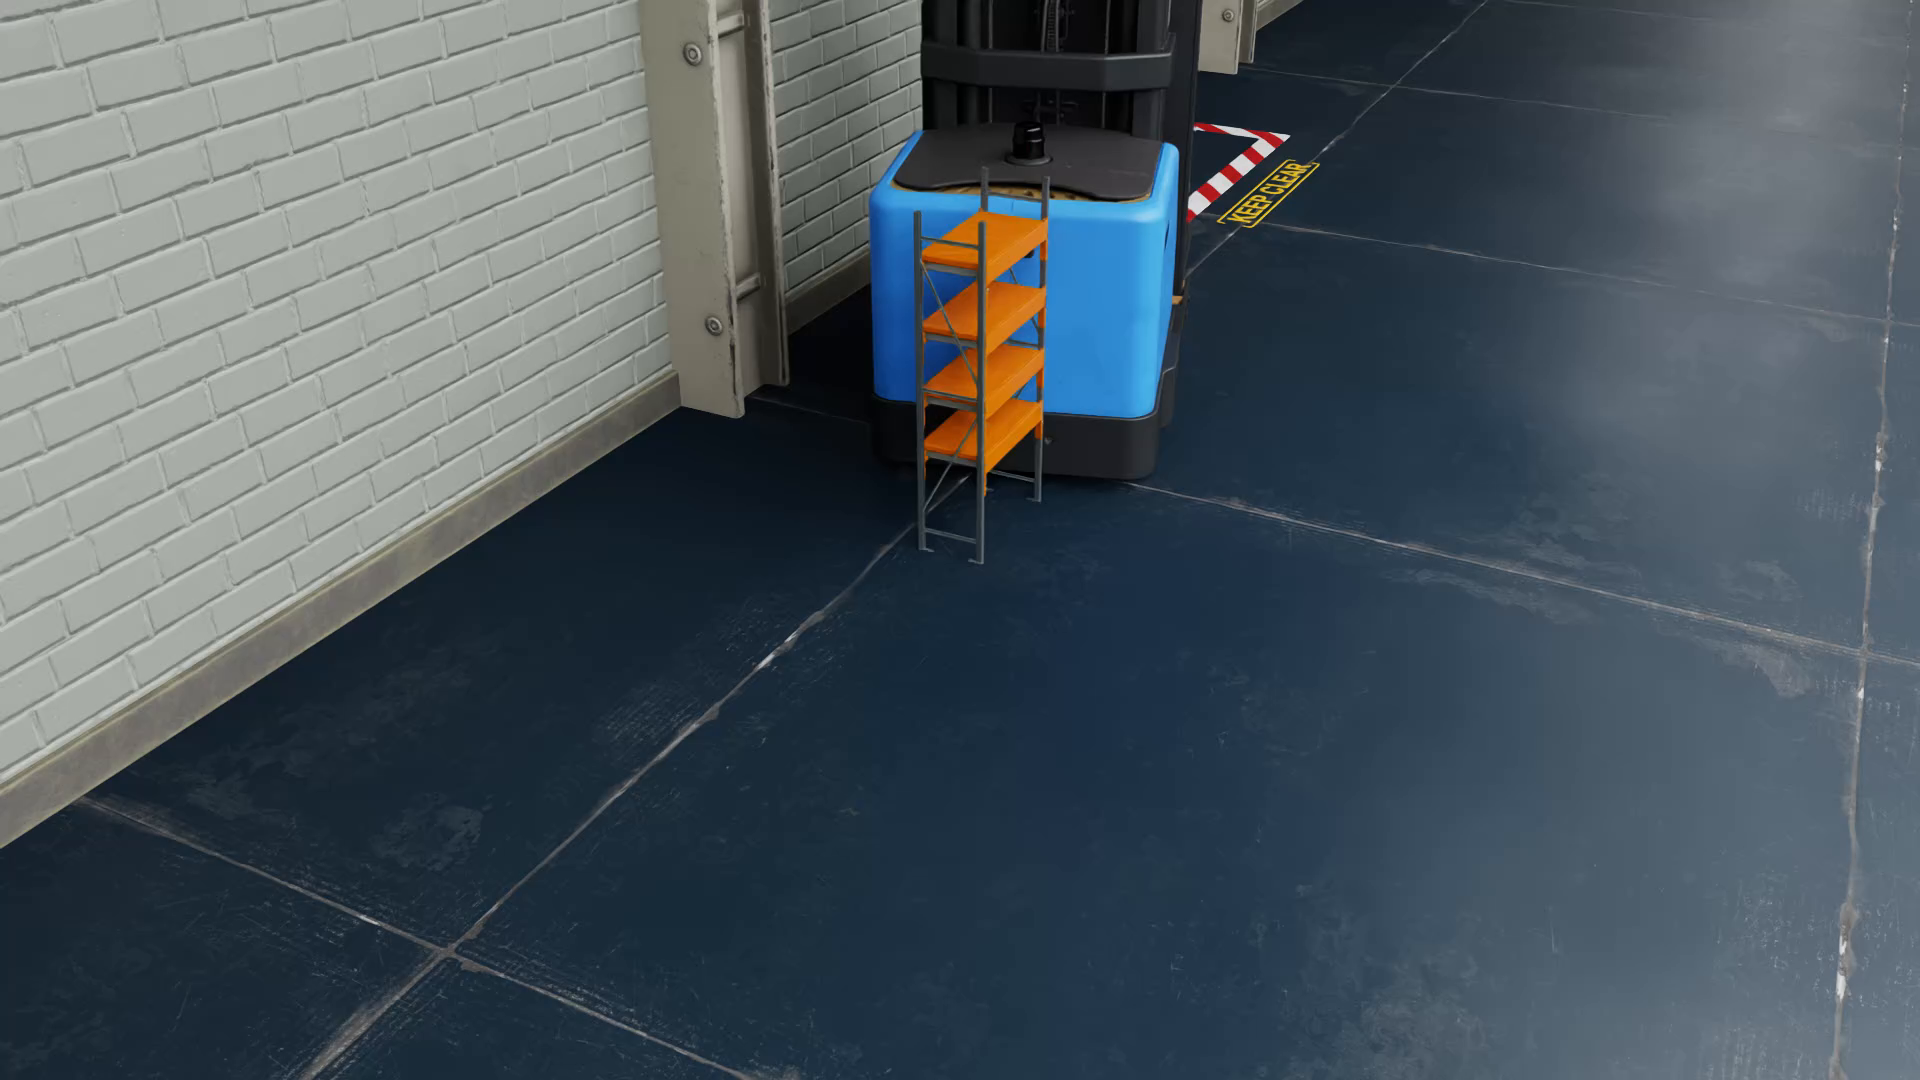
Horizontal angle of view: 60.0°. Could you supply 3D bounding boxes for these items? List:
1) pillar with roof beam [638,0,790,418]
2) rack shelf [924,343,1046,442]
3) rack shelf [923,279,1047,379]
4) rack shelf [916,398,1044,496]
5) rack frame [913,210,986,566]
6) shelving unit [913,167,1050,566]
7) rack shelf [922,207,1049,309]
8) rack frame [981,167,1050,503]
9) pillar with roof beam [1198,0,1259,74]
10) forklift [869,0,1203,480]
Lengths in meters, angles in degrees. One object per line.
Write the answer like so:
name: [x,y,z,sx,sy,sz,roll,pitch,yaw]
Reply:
pillar with roof beam: [2.906,-3.529,2.858,9.100,9.000,0.400,14,33,23]
rack shelf: [0.074,-0.513,5.574,0.258,0.148,0.480,13,32,22]
rack shelf: [0.074,-0.707,5.463,0.258,0.148,0.480,13,32,22]
rack shelf: [0.074,-0.341,5.673,0.258,0.148,0.480,13,32,22]
rack frame: [-0.031,-0.462,5.350,0.240,1.200,0.015,13,32,22]
shelving unit: [0.074,-0.572,5.541,0.258,1.200,0.503,13,32,22]
rack shelf: [0.074,-0.913,5.345,0.258,0.148,0.480,13,32,22]
rack frame: [0.180,-0.681,5.732,0.240,1.200,0.015,13,32,22]
pillar with roof beam: [5.639,-6.188,7.490,9.100,9.000,0.400,14,33,23]
forklift: [0.434,-2.204,6.645,1.130,2.935,3.031,5,30,9]
